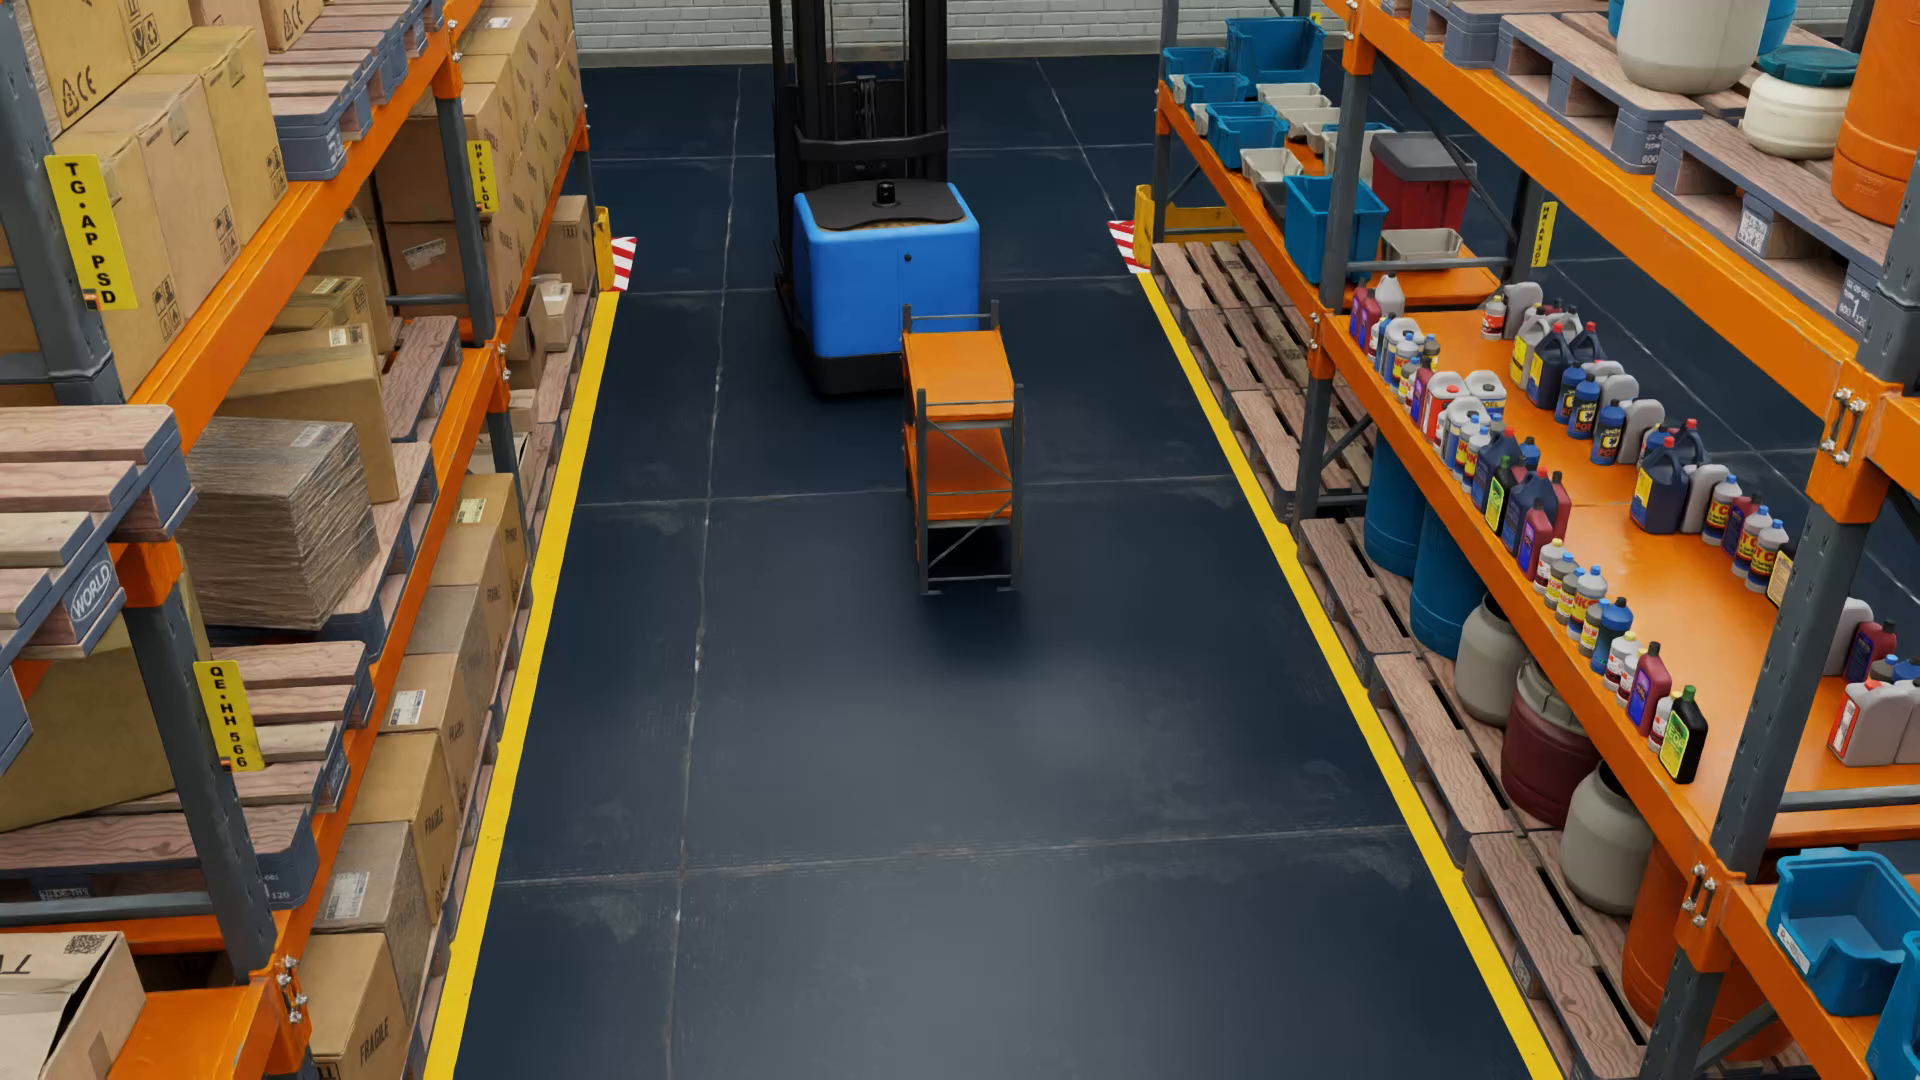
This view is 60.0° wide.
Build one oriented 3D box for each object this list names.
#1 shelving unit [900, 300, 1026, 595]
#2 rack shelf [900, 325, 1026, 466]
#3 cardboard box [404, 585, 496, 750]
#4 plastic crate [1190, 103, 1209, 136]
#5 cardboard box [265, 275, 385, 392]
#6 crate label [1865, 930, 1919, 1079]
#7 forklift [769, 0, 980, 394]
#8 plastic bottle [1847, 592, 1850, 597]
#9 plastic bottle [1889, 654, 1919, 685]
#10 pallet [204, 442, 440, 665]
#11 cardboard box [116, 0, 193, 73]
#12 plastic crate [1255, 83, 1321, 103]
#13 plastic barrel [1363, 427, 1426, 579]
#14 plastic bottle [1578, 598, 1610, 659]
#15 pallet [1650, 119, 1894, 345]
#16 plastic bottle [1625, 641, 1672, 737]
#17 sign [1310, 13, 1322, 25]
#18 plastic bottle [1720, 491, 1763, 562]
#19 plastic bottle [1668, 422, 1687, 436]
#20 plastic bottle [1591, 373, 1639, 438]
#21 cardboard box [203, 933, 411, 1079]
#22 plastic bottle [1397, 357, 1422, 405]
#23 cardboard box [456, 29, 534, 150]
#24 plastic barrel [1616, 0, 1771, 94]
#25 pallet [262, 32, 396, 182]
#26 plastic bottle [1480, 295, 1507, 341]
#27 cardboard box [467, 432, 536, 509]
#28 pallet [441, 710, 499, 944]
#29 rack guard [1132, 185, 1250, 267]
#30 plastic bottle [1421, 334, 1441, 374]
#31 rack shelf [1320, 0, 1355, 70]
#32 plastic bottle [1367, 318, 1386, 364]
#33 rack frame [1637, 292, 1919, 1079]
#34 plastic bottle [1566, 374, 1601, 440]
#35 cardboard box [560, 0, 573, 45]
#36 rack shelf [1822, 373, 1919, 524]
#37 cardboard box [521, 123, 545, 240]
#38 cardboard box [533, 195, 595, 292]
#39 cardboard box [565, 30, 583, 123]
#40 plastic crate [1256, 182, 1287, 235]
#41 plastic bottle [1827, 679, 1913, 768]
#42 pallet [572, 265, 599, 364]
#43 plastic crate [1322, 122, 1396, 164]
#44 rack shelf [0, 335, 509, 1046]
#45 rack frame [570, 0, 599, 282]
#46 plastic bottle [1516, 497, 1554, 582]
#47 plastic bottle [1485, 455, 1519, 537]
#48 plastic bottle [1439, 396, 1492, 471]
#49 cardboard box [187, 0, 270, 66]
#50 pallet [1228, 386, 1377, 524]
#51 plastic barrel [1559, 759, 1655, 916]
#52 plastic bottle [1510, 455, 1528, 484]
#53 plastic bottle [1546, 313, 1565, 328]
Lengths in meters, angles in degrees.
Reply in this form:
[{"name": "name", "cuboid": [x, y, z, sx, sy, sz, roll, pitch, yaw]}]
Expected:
[{"name": "shelving unit", "cuboid": [-0.001, -0.486, 8.467, 0.538, 1.125, 1.048, -3, 31, -5]}, {"name": "rack shelf", "cuboid": [-0.001, -0.738, 8.317, 0.538, 0.278, 1.000, -3, 31, -5]}, {"name": "cardboard box", "cuboid": [-2.259, 0.540, 6.930, 0.500, 0.500, 0.500, -2, 31, -4]}, {"name": "plastic crate", "cuboid": [1.589, -2.626, 10.420, 0.250, 0.136, 0.298, -3, 31, -5]}, {"name": "cardboard box", "cuboid": [-2.726, -0.714, 6.514, 0.700, 0.500, 0.500, 2, 31, 3]}, {"name": "crate label", "cuboid": [2.454, 1.220, 3.748, 0.502, 0.435, 0.616, -3, 31, -5]}, {"name": "forklift", "cuboid": [-0.675, -2.886, 10.724, 1.130, 2.935, 3.031, -6, 31, -10]}, {"name": "plastic bottle", "cuboid": [2.902, 0.222, 5.567, 0.061, 0.283, 0.133, -3, 31, -5]}, {"name": "plastic bottle", "cuboid": [2.928, 0.473, 5.158, 0.097, 0.271, 0.097, 0, 31, 0]}, {"name": "pallet", "cuboid": [-2.488, 0.040, 5.945, 1.003, 0.211, 1.213, -3, 31, -5]}, {"name": "cardboard box", "cuboid": [-2.431, -1.553, 4.428, 0.500, 0.500, 0.500, -3, 31, -5]}, {"name": "plastic crate", "cuboid": [2.140, -2.874, 10.836, 0.396, 0.136, 0.243, -3, 31, -5]}, {"name": "plastic barrel", "cuboid": [2.291, -0.328, 8.011, 0.600, 0.901, 0.708, -3, 31, -5]}, {"name": "plastic bottle", "cuboid": [2.127, 0.288, 5.537, 0.097, 0.201, 0.097, 0, 31, 0]}, {"name": "pallet", "cuboid": [2.656, -0.887, 4.569, 1.003, 0.211, 1.213, -3, 31, -5]}, {"name": "plastic bottle", "cuboid": [2.146, 0.461, 5.166, 0.061, 0.283, 0.133, -3, 31, -5]}, {"name": "sign", "cuboid": [2.429, -3.474, 11.482, 0.100, 0.325, 0.005, -3, 31, -5]}, {"name": "plastic bottle", "cuboid": [2.849, -0.063, 6.045, 0.061, 0.283, 0.133, -3, 31, -5]}, {"name": "plastic bottle", "cuboid": [2.798, -0.344, 6.515, 0.061, 0.283, 0.133, -3, 31, -5]}, {"name": "plastic bottle", "cuboid": [2.709, -0.575, 6.909, 0.152, 0.276, 0.135, -3, 31, -5]}, {"name": "cardboard box", "cuboid": [-2.059, 1.589, 5.174, 0.500, 0.500, 0.500, -1, 31, -2]}, {"name": "plastic bottle", "cuboid": [1.948, -0.690, 7.174, 0.097, 0.201, 0.097, 0, 31, 0]}, {"name": "cardboard box", "cuboid": [-2.535, -2.344, 8.676, 0.500, 0.500, 0.500, -4, 31, -6]}, {"name": "plastic barrel", "cuboid": [2.315, -1.709, 5.219, 0.433, 0.535, 0.433, 0, 31, 0]}, {"name": "pallet", "cuboid": [-2.584, -1.433, 5.482, 1.213, 0.211, 1.003, -3, 31, -5]}, {"name": "plastic bottle", "cuboid": [2.493, -1.041, 7.761, 0.097, 0.201, 0.097, 0, 31, 0]}, {"name": "cardboard box", "cuboid": [-2.499, -0.351, 8.605, 0.500, 0.311, 0.500, -3, 31, -5]}, {"name": "pallet", "cuboid": [-2.444, 1.143, 6.630, 1.003, 0.211, 1.213, -3, 31, -5]}, {"name": "rack guard", "cuboid": [1.868, -2.308, 12.126, 1.175, 0.500, 0.348, -3, 31, -5]}, {"name": "plastic bottle", "cuboid": [2.077, -0.816, 7.385, 0.097, 0.201, 0.097, 0, 31, 0]}, {"name": "rack shelf", "cuboid": [2.070, -3.327, 9.172, 1.077, 0.370, 4.000, -3, 31, -5]}, {"name": "plastic bottle", "cuboid": [1.908, -0.908, 7.539, 0.097, 0.201, 0.097, 0, 31, 0]}, {"name": "rack frame", "cuboid": [2.631, 0.715, 4.628, 1.000, 3.000, 0.127, -3, 31, -5]}, {"name": "plastic bottle", "cuboid": [2.587, -0.558, 6.885, 0.097, 0.271, 0.097, 0, 31, 0]}, {"name": "cardboard box", "cuboid": [-2.734, -3.392, 10.431, 0.500, 0.500, 0.500, -3, 31, -5]}, {"name": "rack shelf", "cuboid": [2.817, 0.757, 2.334, 1.077, 0.370, 4.000, -3, 31, -5]}, {"name": "cardboard box", "cuboid": [-2.547, -1.925, 8.950, 0.500, 0.500, 0.500, -3, 31, -5]}, {"name": "cardboard box", "cuboid": [-2.753, -1.984, 11.155, 0.500, 0.500, 0.500, -3, 31, -5]}, {"name": "cardboard box", "cuboid": [-2.736, -2.961, 10.685, 0.500, 0.500, 0.500, -2, 31, -3]}, {"name": "plastic crate", "cuboid": [1.885, -1.793, 9.037, 0.437, 0.125, 0.590, -3, 31, -5]}, {"name": "plastic bottle", "cuboid": [2.761, 0.539, 5.043, 0.152, 0.276, 0.135, -3, 31, -5]}, {"name": "pallet", "cuboid": [-2.966, -1.491, 11.040, 1.003, 0.211, 1.213, -3, 31, -5]}, {"name": "plastic crate", "cuboid": [2.330, -2.287, 9.759, 0.416, 0.233, 0.300, -3, 31, -5]}, {"name": "rack shelf", "cuboid": [-2.488, 0.238, 6.128, 1.077, 0.370, 4.000, -3, 31, -5]}, {"name": "rack frame", "cuboid": [-3.049, -3.134, 11.072, 1.000, 3.000, 0.127, -3, 31, -5]}, {"name": "plastic bottle", "cuboid": [2.061, -0.004, 5.946, 0.061, 0.283, 0.133, -3, 31, -5]}, {"name": "plastic bottle", "cuboid": [2.032, -0.167, 6.218, 0.061, 0.283, 0.133, -3, 31, -5]}, {"name": "plastic bottle", "cuboid": [2.029, -0.428, 6.663, 0.152, 0.276, 0.135, -3, 31, -5]}, {"name": "cardboard box", "cuboid": [-2.574, -1.704, 5.148, 0.600, 0.600, 0.600, -4, 31, -7]}, {"name": "pallet", "cuboid": [2.150, -0.504, 9.387, 1.003, 0.211, 1.213, -3, 31, -5]}, {"name": "plastic barrel", "cuboid": [2.426, 1.070, 6.050, 0.421, 0.512, 0.421, 0, 31, 0]}, {"name": "plastic bottle", "cuboid": [2.092, -0.170, 6.223, 0.061, 0.283, 0.133, -3, 31, -5]}, {"name": "plastic bottle", "cuboid": [2.650, -0.902, 7.455, 0.152, 0.276, 0.135, -3, 31, -5]}]
